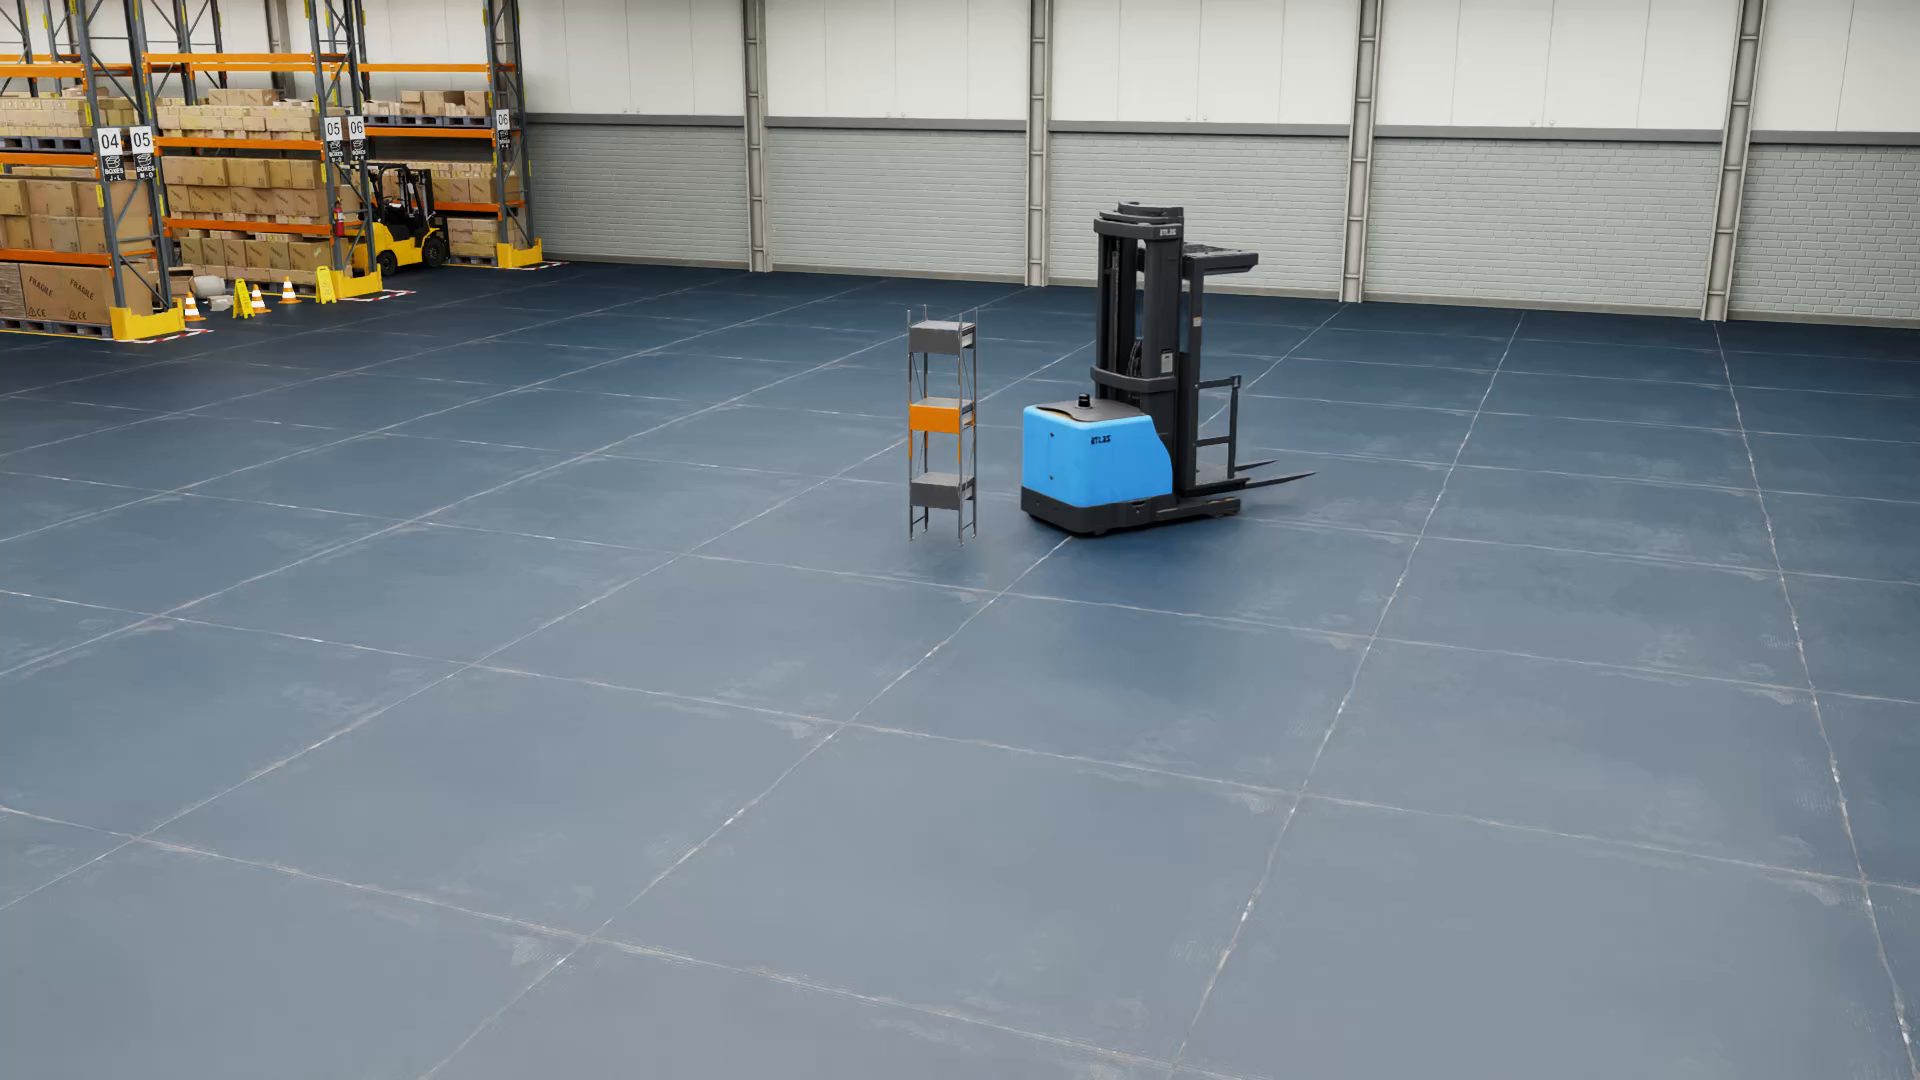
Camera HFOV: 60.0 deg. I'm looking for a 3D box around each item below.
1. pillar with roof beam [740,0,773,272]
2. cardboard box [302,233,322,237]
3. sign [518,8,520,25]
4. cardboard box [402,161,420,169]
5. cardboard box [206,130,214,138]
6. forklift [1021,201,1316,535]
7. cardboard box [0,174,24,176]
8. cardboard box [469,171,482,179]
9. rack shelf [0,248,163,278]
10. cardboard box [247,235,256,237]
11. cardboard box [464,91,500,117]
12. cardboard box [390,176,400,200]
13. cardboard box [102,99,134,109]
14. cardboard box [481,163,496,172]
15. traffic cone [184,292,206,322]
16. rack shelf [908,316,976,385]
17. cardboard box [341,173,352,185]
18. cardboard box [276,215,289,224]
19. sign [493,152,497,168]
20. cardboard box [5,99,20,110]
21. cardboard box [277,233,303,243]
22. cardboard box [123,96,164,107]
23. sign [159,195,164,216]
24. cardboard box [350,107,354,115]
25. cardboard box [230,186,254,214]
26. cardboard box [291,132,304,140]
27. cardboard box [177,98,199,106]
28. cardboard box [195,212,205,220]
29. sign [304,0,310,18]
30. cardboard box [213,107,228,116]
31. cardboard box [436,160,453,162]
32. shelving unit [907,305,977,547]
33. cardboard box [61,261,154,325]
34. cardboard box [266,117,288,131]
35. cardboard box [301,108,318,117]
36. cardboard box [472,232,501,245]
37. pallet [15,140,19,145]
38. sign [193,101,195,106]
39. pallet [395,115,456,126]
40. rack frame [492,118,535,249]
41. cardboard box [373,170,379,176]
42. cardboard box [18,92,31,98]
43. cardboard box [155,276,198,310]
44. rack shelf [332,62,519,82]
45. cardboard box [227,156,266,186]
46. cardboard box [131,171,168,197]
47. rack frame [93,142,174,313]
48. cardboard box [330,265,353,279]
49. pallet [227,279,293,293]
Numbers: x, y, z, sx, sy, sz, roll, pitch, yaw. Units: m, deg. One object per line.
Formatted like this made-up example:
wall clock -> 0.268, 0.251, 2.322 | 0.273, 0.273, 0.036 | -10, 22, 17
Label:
pillar with roof beam -> -5.673, -8.750, 29.175 | 0.400, 9.000, 9.100 | 6, 17, 21
cardboard box -> -14.288, -6.897, 37.057 | 0.625, 0.625, 0.875 | 6, 17, 20
sign -> -9.149, -10.844, 34.426 | 0.005, 0.325, 0.100 | 6, 17, 21
cardboard box -> -11.664, -7.985, 35.424 | 0.250, 0.149, 0.380 | 6, 17, 20
cardboard box -> -13.740, -7.536, 30.824 | 0.250, 0.149, 0.380 | 6, 17, 19
forklift -> 2.112, -1.734, 15.888 | 3.031, 2.935, 1.130 | -9, 19, -29
cardboard box -> -15.734, -5.640, 27.014 | 0.550, 0.550, 0.875 | 6, 17, 21
cardboard box -> -10.032, -7.635, 34.752 | 0.250, 0.149, 0.380 | 7, 17, 22
rack shelf -> -14.759, -4.572, 26.832 | 4.000, 0.370, 1.077 | 6, 17, 21
cardboard box -> -13.299, -5.563, 31.789 | 0.500, 0.500, 0.500 | 7, 18, 24
cardboard box -> -9.859, -9.015, 34.354 | 0.500, 0.500, 0.500 | 7, 18, 22
cardboard box -> -11.800, -7.538, 35.580 | 0.500, 0.500, 0.500 | 6, 17, 20
cardboard box -> -13.092, -6.782, 25.862 | 0.250, 0.149, 0.380 | 6, 17, 21
cardboard box -> -9.769, -7.779, 34.713 | 0.250, 0.149, 0.380 | 6, 17, 21
traffic cone -> -12.871, -3.917, 27.836 | 0.334, 0.463, 0.336 | 6, 17, 21
rack shelf -> -0.154, -1.684, 14.748 | 0.480, 0.518, 0.431 | 6, 17, 21
cardboard box -> -13.630, -7.856, 36.226 | 0.500, 0.250, 0.500 | 6, 17, 19
cardboard box -> -12.360, -5.916, 30.624 | 0.250, 0.149, 0.380 | 7, 17, 22
sign -> -9.570, -7.825, 34.246 | 0.005, 0.325, 0.100 | 6, 17, 21
cardboard box -> -14.519, -6.742, 25.724 | 0.250, 0.149, 0.380 | 6, 17, 20
cardboard box -> -12.383, -5.594, 30.733 | 0.250, 0.149, 0.380 | 7, 18, 22
cardboard box -> -15.761, -8.438, 32.099 | 0.500, 0.250, 0.500 | 6, 17, 19
sign -> -12.689, -5.310, 26.389 | 0.005, 0.325, 0.100 | 6, 17, 21
cardboard box -> -12.773, -9.149, 35.445 | 0.250, 0.149, 0.380 | 7, 17, 22
cardboard box -> -13.175, -6.343, 30.930 | 0.500, 0.500, 0.500 | 6, 17, 21
cardboard box -> -11.854, -7.308, 30.036 | 0.250, 0.149, 0.380 | 6, 17, 21
cardboard box -> -17.228, -9.774, 37.102 | 0.250, 0.149, 0.380 | 7, 18, 22
cardboard box -> -14.209, -6.148, 31.423 | 0.250, 0.149, 0.380 | 6, 17, 20
sign -> -11.398, -9.271, 29.008 | 0.005, 0.325, 0.100 | 6, 17, 21
cardboard box -> -13.492, -7.883, 30.587 | 0.250, 0.149, 0.380 | 6, 17, 20
cardboard box -> -11.020, -8.052, 35.654 | 0.250, 0.149, 0.380 | 6, 17, 21
shelving unit -> -0.154, -1.025, 14.939 | 0.503, 2.100, 0.431 | 6, 17, 21
cardboard box -> -13.553, -3.946, 26.445 | 0.875, 0.875, 0.875 | 6, 17, 21
cardboard box -> -12.213, -7.556, 30.176 | 0.500, 0.250, 0.500 | 6, 17, 20
cardboard box -> -11.599, -7.668, 29.846 | 0.250, 0.149, 0.380 | 6, 17, 21
cardboard box -> -9.925, -6.385, 35.068 | 0.500, 0.250, 0.500 | 6, 17, 20
pallet -> -15.862, -6.433, 26.733 | 1.213, 0.211, 1.003 | 6, 17, 21
sign -> -14.705, -8.246, 31.892 | 0.005, 0.325, 0.100 | 6, 17, 21
pallet -> -11.145, -8.896, 35.215 | 1.213, 0.211, 1.003 | 6, 17, 21
rack frame -> -9.358, -7.295, 34.921 | 0.127, 3.000, 1.000 | 6, 17, 21
cardboard box -> -12.385, -7.917, 35.722 | 0.250, 0.149, 0.380 | 6, 17, 21
cardboard box -> -21.554, -10.312, 38.774 | 0.500, 0.250, 0.500 | 6, 17, 20
cardboard box -> -13.739, -4.331, 29.190 | 0.637, 0.503, 0.797 | -5, 17, -18
rack shelf -> -11.218, -9.843, 34.945 | 4.000, 0.370, 1.077 | 6, 17, 21
cardboard box -> -13.124, -6.840, 30.848 | 0.500, 0.500, 0.700 | 6, 17, 20
cardboard box -> -15.411, -6.796, 31.738 | 0.500, 0.500, 0.500 | 6, 17, 20
rack frame -> -12.898, -4.713, 26.027 | 0.127, 3.000, 1.000 | 6, 17, 21
cardboard box -> -11.825, -5.042, 31.341 | 0.500, 0.250, 0.500 | 6, 17, 20
pallet -> -13.120, -4.893, 31.650 | 1.213, 0.211, 1.003 | 6, 17, 21
